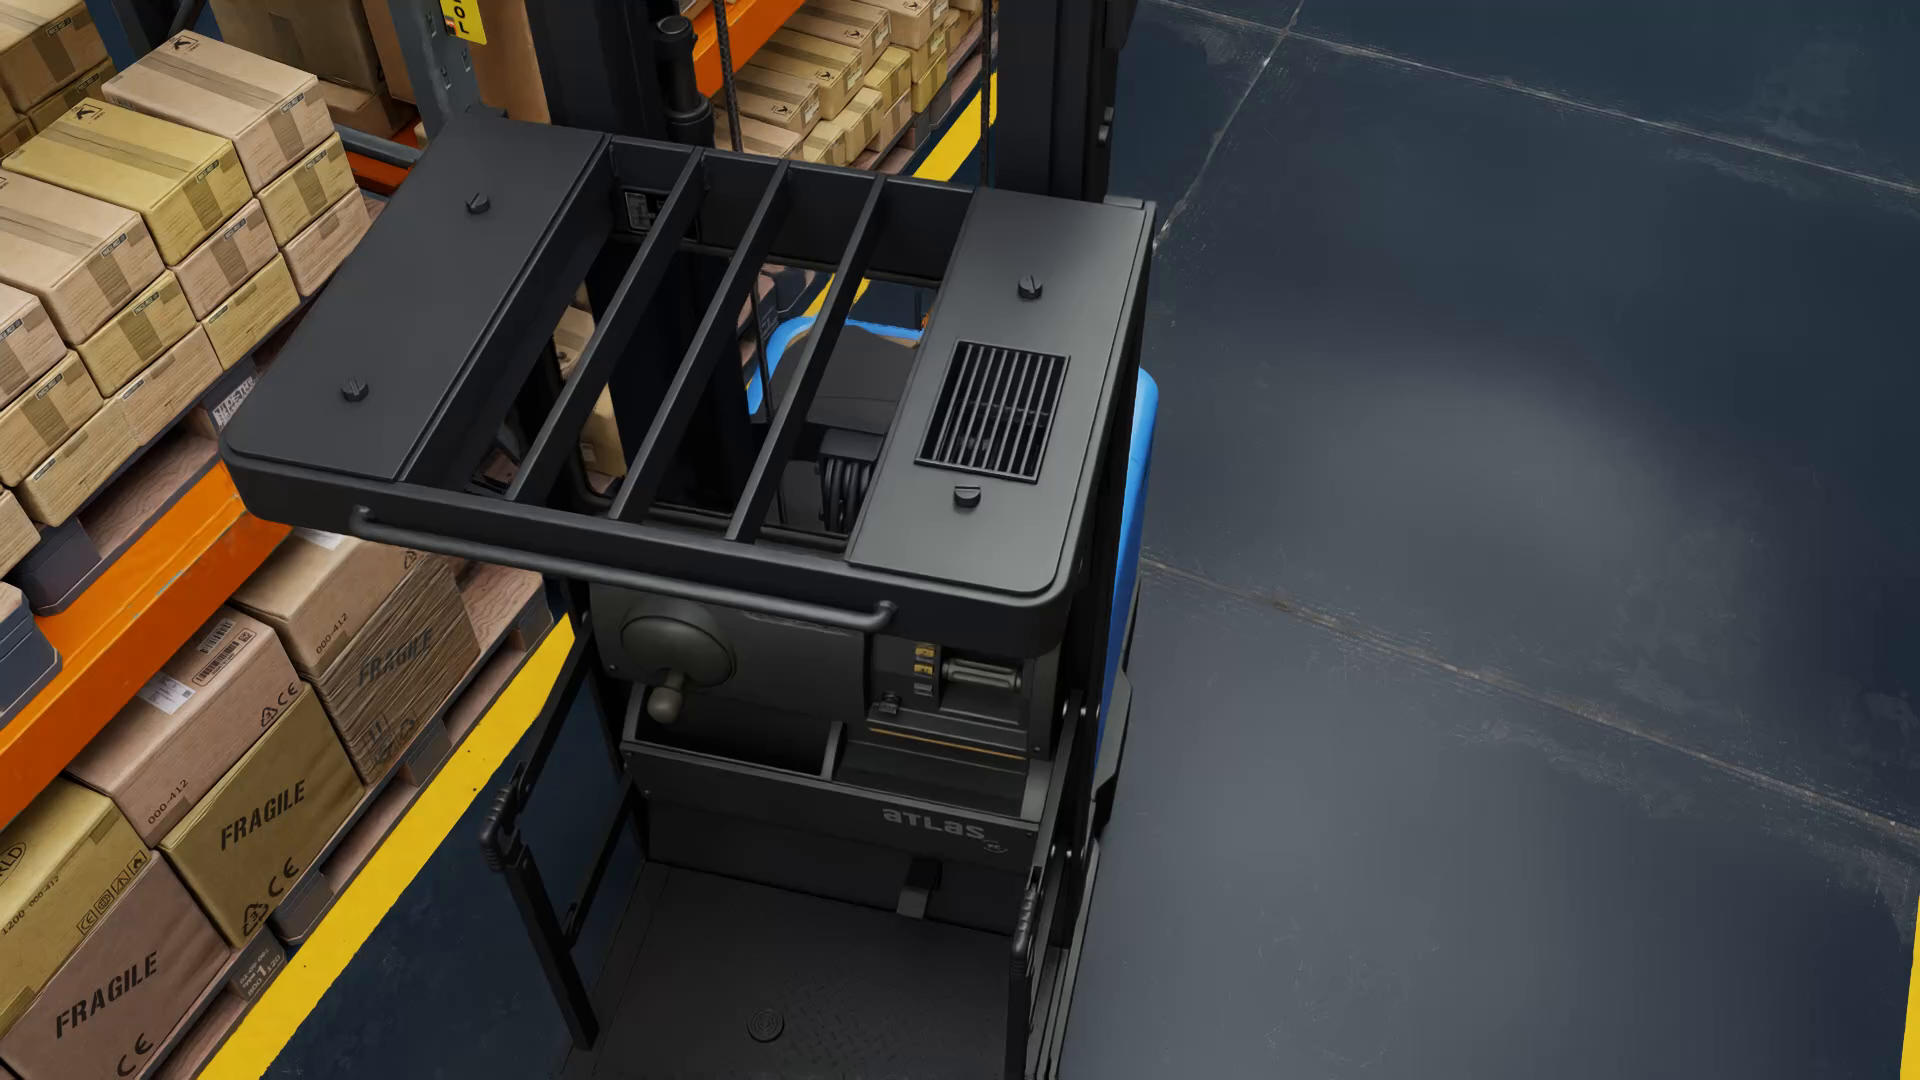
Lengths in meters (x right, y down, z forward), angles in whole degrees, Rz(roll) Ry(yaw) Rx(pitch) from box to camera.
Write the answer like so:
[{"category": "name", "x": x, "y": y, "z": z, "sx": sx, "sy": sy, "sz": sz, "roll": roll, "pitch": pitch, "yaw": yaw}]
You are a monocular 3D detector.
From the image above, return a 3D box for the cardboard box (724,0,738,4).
[{"category": "cardboard box", "x": -0.776, "y": -1.763, "z": 4.946, "sx": 0.380, "sy": 0.149, "sz": 0.250, "roll": 21, "pitch": 53, "yaw": 17}]

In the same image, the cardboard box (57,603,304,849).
[{"category": "cardboard box", "x": -1.912, "y": 0.360, "z": 3.847, "sx": 0.500, "sy": 0.250, "sz": 0.500, "roll": 22, "pitch": 53, "yaw": 18}]

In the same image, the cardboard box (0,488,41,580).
[{"category": "cardboard box", "x": -2.022, "y": -0.016, "z": 3.184, "sx": 0.380, "sy": 0.149, "sz": 0.250, "roll": 18, "pitch": 52, "yaw": 15}]

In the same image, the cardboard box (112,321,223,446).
[{"category": "cardboard box", "x": -1.801, "y": -0.382, "z": 3.495, "sx": 0.380, "sy": 0.149, "sz": 0.250, "roll": 20, "pitch": 52, "yaw": 16}]

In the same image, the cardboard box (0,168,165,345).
[{"category": "cardboard box", "x": -1.812, "y": -0.561, "z": 3.256, "sx": 0.380, "sy": 0.149, "sz": 0.250, "roll": 18, "pitch": 52, "yaw": 15}]

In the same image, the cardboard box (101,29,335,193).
[{"category": "cardboard box", "x": -1.586, "y": -0.923, "z": 3.565, "sx": 0.380, "sy": 0.149, "sz": 0.250, "roll": 22, "pitch": 53, "yaw": 18}]

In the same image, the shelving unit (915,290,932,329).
[{"category": "shelving unit", "x": 0.023, "y": -0.377, "z": 4.882, "sx": 0.215, "sy": 1.050, "sz": 0.252, "roll": 20, "pitch": 52, "yaw": 16}]

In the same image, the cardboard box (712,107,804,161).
[{"category": "cardboard box", "x": -0.749, "y": -1.287, "z": 5.581, "sx": 0.380, "sy": 0.149, "sz": 0.250, "roll": 21, "pitch": 53, "yaw": 17}]

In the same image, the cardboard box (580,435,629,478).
[{"category": "cardboard box", "x": -1.145, "y": -0.374, "z": 5.195, "sx": 0.380, "sy": 0.149, "sz": 0.250, "roll": 18, "pitch": 52, "yaw": 15}]

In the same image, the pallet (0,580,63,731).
[{"category": "pallet", "x": -2.491, "y": 0.424, "z": 3.045, "sx": 1.003, "sy": 0.211, "sz": 1.213, "roll": 20, "pitch": 52, "yaw": 16}]

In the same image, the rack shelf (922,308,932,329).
[{"category": "rack shelf", "x": 0.023, "y": -0.554, "z": 4.673, "sx": 0.215, "sy": 0.259, "sz": 0.240, "roll": 20, "pitch": 52, "yaw": 16}]

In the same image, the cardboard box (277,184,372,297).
[{"category": "cardboard box", "x": -1.582, "y": -0.732, "z": 3.793, "sx": 0.380, "sy": 0.149, "sz": 0.250, "roll": 19, "pitch": 52, "yaw": 15}]

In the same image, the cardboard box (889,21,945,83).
[{"category": "cardboard box", "x": -0.280, "y": -1.903, "z": 6.301, "sx": 0.380, "sy": 0.149, "sz": 0.250, "roll": 21, "pitch": 53, "yaw": 17}]

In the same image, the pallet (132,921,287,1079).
[{"category": "pallet", "x": -2.442, "y": 1.268, "z": 4.033, "sx": 1.003, "sy": 0.211, "sz": 1.213, "roll": 20, "pitch": 52, "yaw": 16}]

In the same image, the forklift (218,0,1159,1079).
[{"category": "forklift", "x": -0.311, "y": 0.313, "z": 3.059, "sx": 1.130, "sy": 2.935, "sz": 3.031, "roll": 10, "pitch": 50, "yaw": 8}]

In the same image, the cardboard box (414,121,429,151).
[{"category": "cardboard box", "x": -1.174, "y": -1.023, "z": 4.316, "sx": 0.380, "sy": 0.149, "sz": 0.250, "roll": 22, "pitch": 53, "yaw": 17}]

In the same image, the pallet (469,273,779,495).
[{"category": "pallet", "x": -1.336, "y": -0.586, "z": 5.610, "sx": 1.003, "sy": 0.211, "sz": 1.213, "roll": 20, "pitch": 52, "yaw": 16}]

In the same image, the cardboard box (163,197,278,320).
[{"category": "cardboard box", "x": -1.694, "y": -0.647, "z": 3.525, "sx": 0.380, "sy": 0.149, "sz": 0.250, "roll": 20, "pitch": 53, "yaw": 16}]

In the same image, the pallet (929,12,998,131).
[{"category": "pallet", "x": -0.294, "y": -2.266, "z": 7.040, "sx": 1.003, "sy": 0.211, "sz": 1.213, "roll": 20, "pitch": 52, "yaw": 16}]

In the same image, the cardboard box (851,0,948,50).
[{"category": "cardboard box", "x": -0.267, "y": -1.993, "z": 6.182, "sx": 0.380, "sy": 0.149, "sz": 0.250, "roll": 22, "pitch": 53, "yaw": 17}]

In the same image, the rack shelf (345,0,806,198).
[{"category": "rack shelf", "x": -0.737, "y": -2.160, "z": 5.591, "sx": 1.077, "sy": 0.370, "sz": 4.000, "roll": 20, "pitch": 52, "yaw": 16}]

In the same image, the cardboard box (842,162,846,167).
[{"category": "cardboard box", "x": -0.628, "y": -1.281, "z": 5.966, "sx": 0.380, "sy": 0.149, "sz": 0.250, "roll": 19, "pitch": 52, "yaw": 15}]

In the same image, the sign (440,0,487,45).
[{"category": "sign", "x": -1.088, "y": -1.213, "z": 3.552, "sx": 0.100, "sy": 0.325, "sz": 0.005, "roll": 20, "pitch": 52, "yaw": 16}]

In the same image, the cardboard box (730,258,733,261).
[{"category": "cardboard box", "x": -0.931, "y": -1.038, "z": 5.564, "sx": 0.380, "sy": 0.149, "sz": 0.250, "roll": 17, "pitch": 52, "yaw": 14}]

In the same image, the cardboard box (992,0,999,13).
[{"category": "cardboard box", "x": 0.063, "y": -2.342, "z": 6.869, "sx": 0.380, "sy": 0.149, "sz": 0.250, "roll": 21, "pitch": 53, "yaw": 17}]

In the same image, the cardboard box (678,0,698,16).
[{"category": "cardboard box", "x": -0.947, "y": -1.747, "z": 4.506, "sx": 0.500, "sy": 0.500, "sz": 0.500, "roll": 20, "pitch": 52, "yaw": 16}]

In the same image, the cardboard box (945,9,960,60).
[{"category": "cardboard box", "x": -0.221, "y": -2.014, "z": 6.590, "sx": 0.380, "sy": 0.149, "sz": 0.250, "roll": 20, "pitch": 53, "yaw": 16}]

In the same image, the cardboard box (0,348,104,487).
[{"category": "cardboard box", "x": -1.916, "y": -0.287, "z": 3.219, "sx": 0.380, "sy": 0.149, "sz": 0.250, "roll": 18, "pitch": 52, "yaw": 15}]

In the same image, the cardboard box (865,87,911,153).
[{"category": "cardboard box", "x": -0.409, "y": -1.636, "z": 6.269, "sx": 0.380, "sy": 0.149, "sz": 0.250, "roll": 21, "pitch": 53, "yaw": 17}]

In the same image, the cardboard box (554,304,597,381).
[{"category": "cardboard box", "x": -1.257, "y": -0.591, "z": 4.988, "sx": 0.380, "sy": 0.149, "sz": 0.250, "roll": 22, "pitch": 53, "yaw": 18}]

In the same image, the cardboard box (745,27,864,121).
[{"category": "cardboard box", "x": -0.566, "y": -1.658, "z": 5.897, "sx": 0.380, "sy": 0.149, "sz": 0.250, "roll": 20, "pitch": 52, "yaw": 16}]

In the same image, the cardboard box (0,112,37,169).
[{"category": "cardboard box", "x": -2.284, "y": -0.866, "z": 3.711, "sx": 0.380, "sy": 0.149, "sz": 0.250, "roll": 19, "pitch": 52, "yaw": 15}]

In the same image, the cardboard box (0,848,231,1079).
[{"category": "cardboard box", "x": -2.122, "y": 0.955, "z": 3.834, "sx": 0.500, "sy": 0.500, "sz": 0.500, "roll": 19, "pitch": 52, "yaw": 15}]

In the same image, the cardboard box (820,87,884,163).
[{"category": "cardboard box", "x": -0.499, "y": -1.534, "z": 5.987, "sx": 0.380, "sy": 0.149, "sz": 0.250, "roll": 20, "pitch": 53, "yaw": 16}]

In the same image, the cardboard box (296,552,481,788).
[{"category": "cardboard box", "x": -1.680, "y": 0.250, "z": 4.433, "sx": 0.500, "sy": 0.500, "sz": 0.500, "roll": 19, "pitch": 52, "yaw": 15}]

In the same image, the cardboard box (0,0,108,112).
[{"category": "cardboard box", "x": -2.175, "y": -1.142, "z": 3.750, "sx": 0.380, "sy": 0.149, "sz": 0.250, "roll": 22, "pitch": 53, "yaw": 18}]
